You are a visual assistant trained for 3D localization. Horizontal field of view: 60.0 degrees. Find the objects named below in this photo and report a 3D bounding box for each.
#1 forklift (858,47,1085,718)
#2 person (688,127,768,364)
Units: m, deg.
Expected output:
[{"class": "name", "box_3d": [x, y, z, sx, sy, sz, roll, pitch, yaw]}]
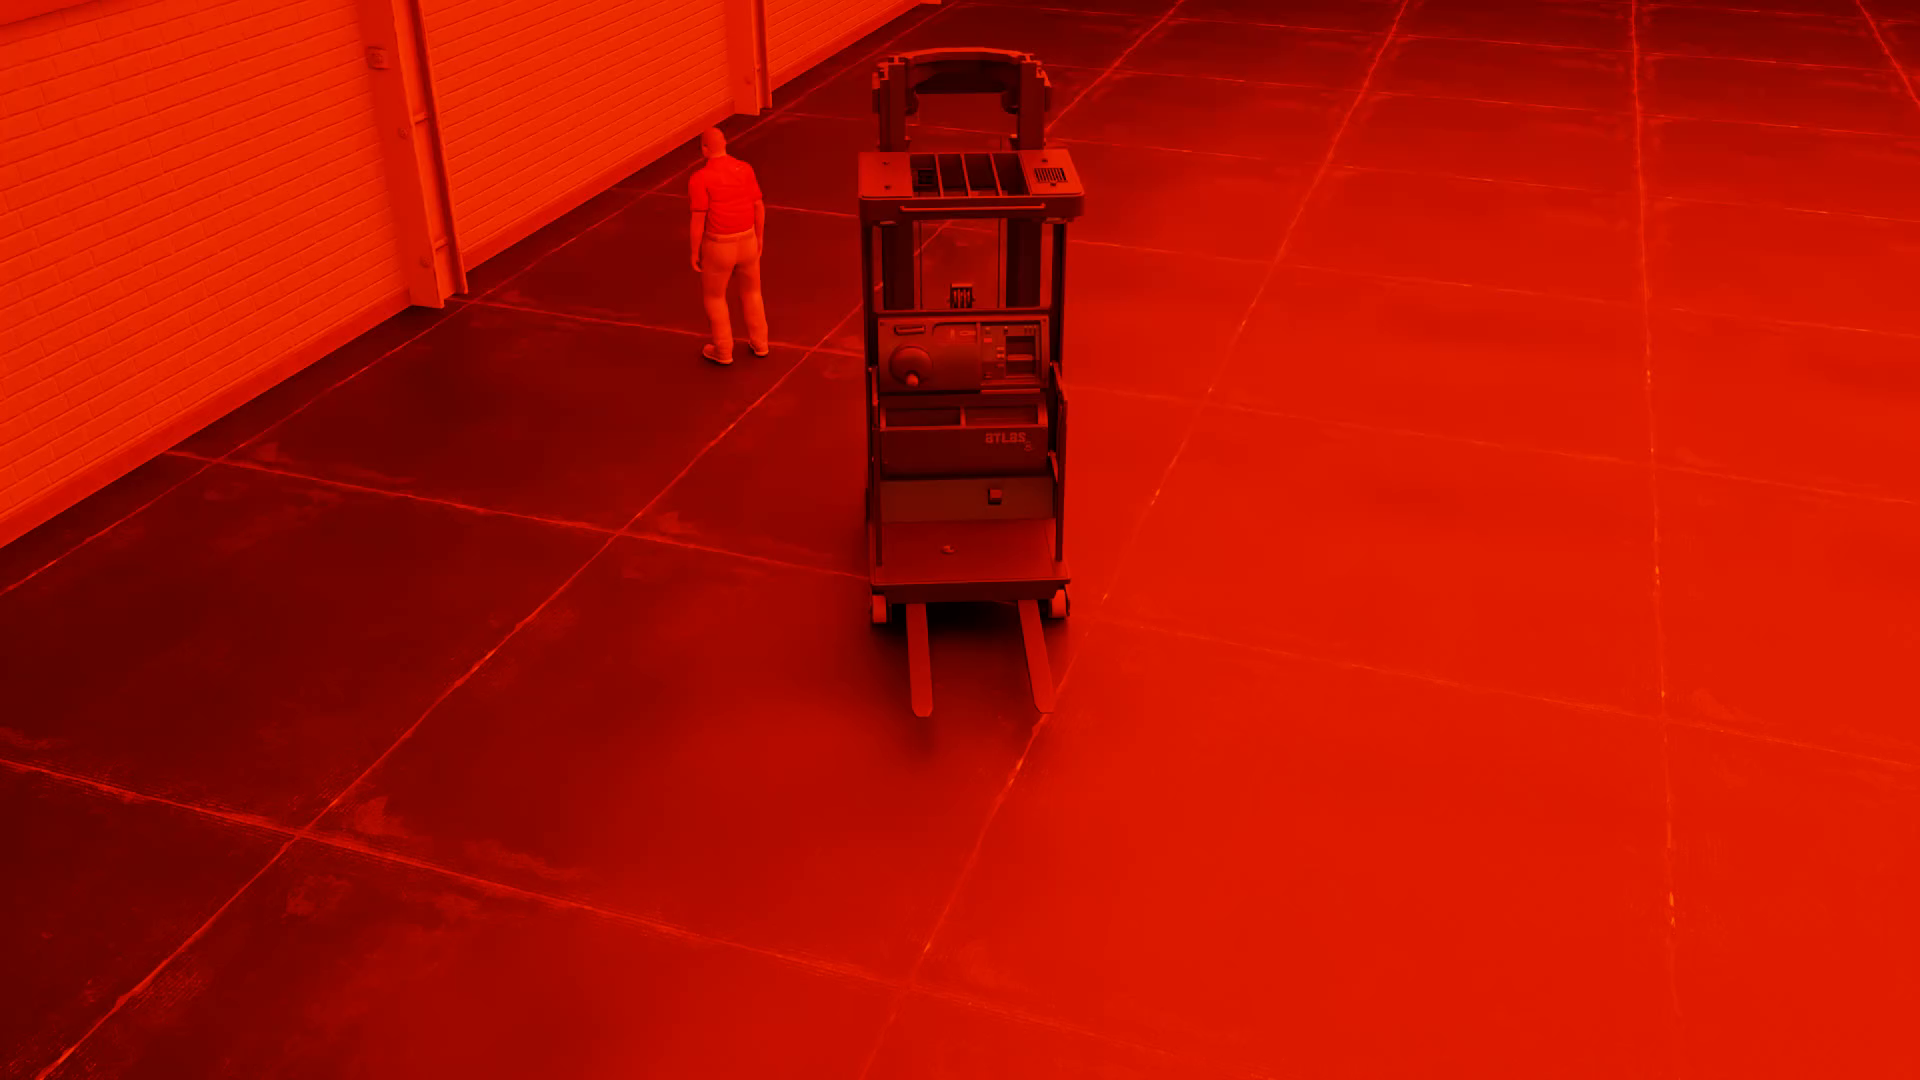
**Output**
[{"class": "forklift", "box_3d": [0.035, -0.972, 8.842, 1.130, 2.935, 3.031, -2, 30, -3]}, {"class": "person", "box_3d": [-1.690, -2.136, 12.099, 0.598, 1.725, 0.399, -18, 34, -28]}]
